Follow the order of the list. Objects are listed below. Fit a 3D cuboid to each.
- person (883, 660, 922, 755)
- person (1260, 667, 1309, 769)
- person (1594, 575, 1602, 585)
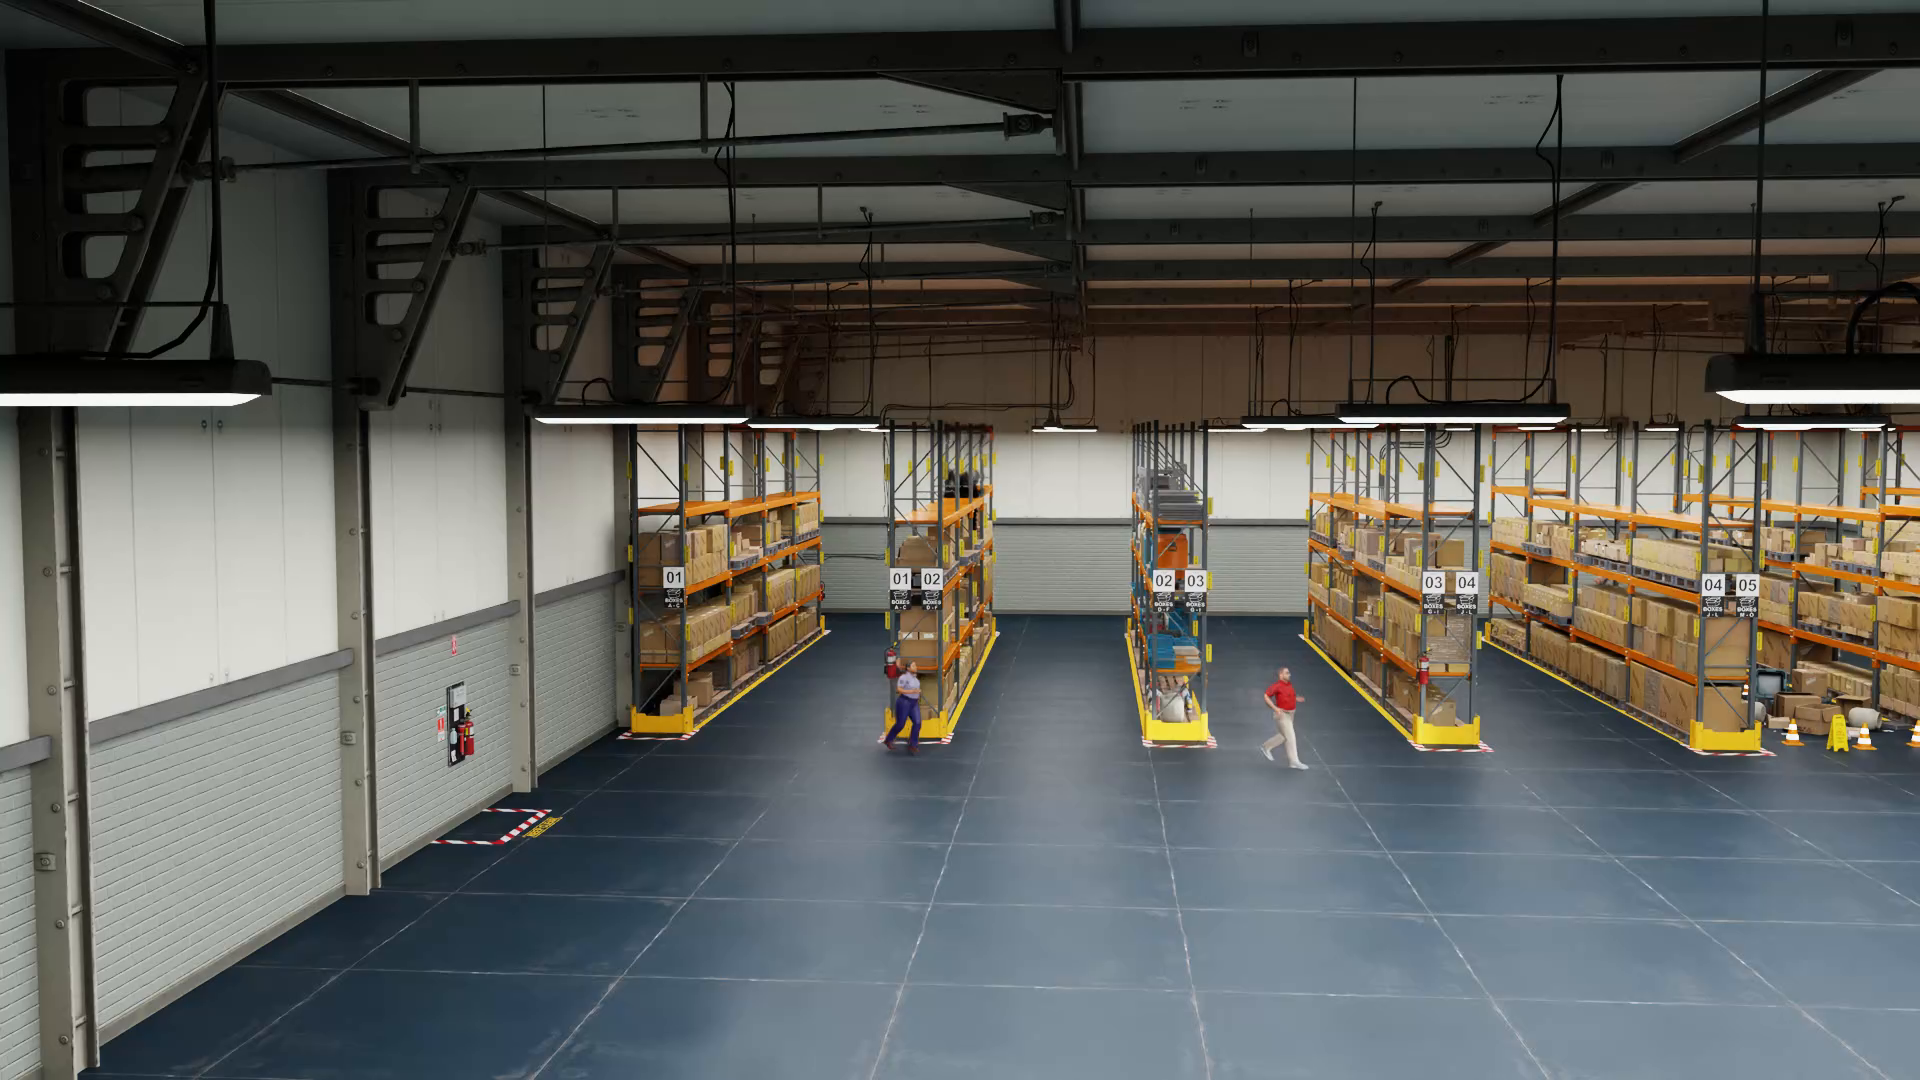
[{"bbox_3d":[-0.964,3.018,30.052,0.756,1.694,0.605,3,4,36],"label":"person"},{"bbox_3d":[5.569,3.036,28.607,0.981,1.704,0.669,3,4,36],"label":"person"},{"bbox_3d":[18.066,1.854,47.163,0.956,1.719,0.651,0,4,4],"label":"person"}]
